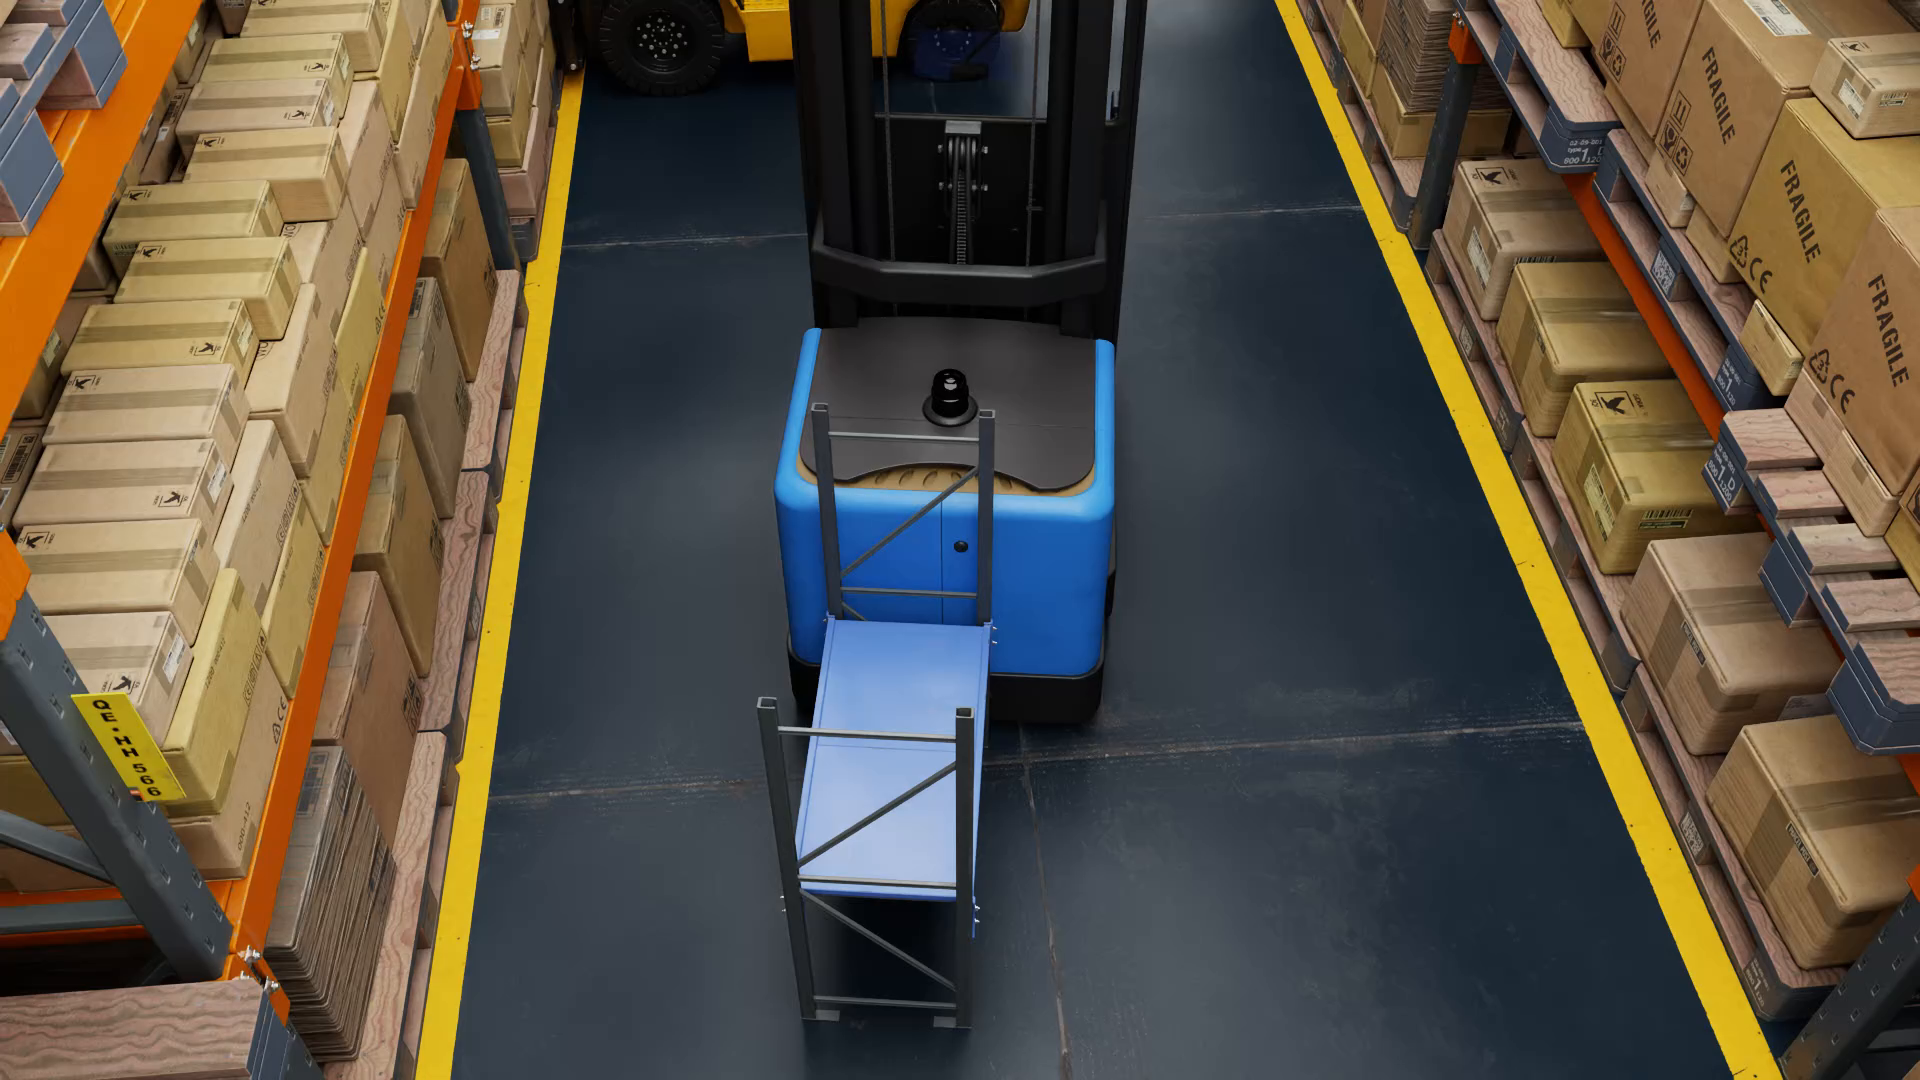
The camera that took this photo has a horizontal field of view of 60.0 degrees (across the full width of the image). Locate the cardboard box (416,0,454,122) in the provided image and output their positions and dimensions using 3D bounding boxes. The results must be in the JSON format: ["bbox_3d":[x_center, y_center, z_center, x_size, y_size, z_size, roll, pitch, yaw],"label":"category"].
[{"bbox_3d":[-2.108,-1.697,5.894,0.500,0.250,0.500,-3,47,-2],"label":"cardboard box"}]

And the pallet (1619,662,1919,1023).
[{"bbox_3d":[2.806,0.886,5.265,1.003,0.211,1.213,-3,47,-3],"label":"pallet"}]

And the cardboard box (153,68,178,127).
[{"bbox_3d":[-2.568,-1.344,4.941,0.380,0.149,0.250,-4,47,-3],"label":"cardboard box"}]

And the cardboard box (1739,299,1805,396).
[{"bbox_3d":[2.397,-0.538,4.578,0.380,0.149,0.250,-3,47,-3],"label":"cardboard box"}]

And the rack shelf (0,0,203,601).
[{"bbox_3d":[-2.244,-1.434,3.972,1.077,0.370,4.000,-3,47,-3],"label":"rack shelf"}]

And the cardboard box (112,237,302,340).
[{"bbox_3d":[-1.928,-0.642,4.276,0.380,0.149,0.250,-3,47,-2],"label":"cardboard box"}]

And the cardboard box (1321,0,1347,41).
[{"bbox_3d":[2.125,-2.764,8.407,0.500,0.250,0.500,-3,47,-3],"label":"cardboard box"}]

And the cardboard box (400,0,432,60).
[{"bbox_3d":[-2.115,-1.878,5.721,0.500,0.250,0.500,-4,47,-4],"label":"cardboard box"}]

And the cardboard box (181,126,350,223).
[{"bbox_3d":[-1.926,-1.011,4.626,0.380,0.149,0.250,-5,47,-4],"label":"cardboard box"}]

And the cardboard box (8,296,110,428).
[{"bbox_3d":[-2.475,-0.364,4.288,0.500,0.250,0.500,-4,47,-4],"label":"cardboard box"}]

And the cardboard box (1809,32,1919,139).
[{"bbox_3d":[2.451,-1.178,4.290,0.380,0.149,0.250,-6,47,-5],"label":"cardboard box"}]

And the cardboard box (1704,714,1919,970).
[{"bbox_3d":[2.832,0.843,4.907,0.950,0.372,0.625,-6,47,-6],"label":"cardboard box"}]

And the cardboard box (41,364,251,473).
[{"bbox_3d":[-1.915,-0.275,3.928,0.380,0.149,0.250,-3,47,-3],"label":"cardboard box"}]

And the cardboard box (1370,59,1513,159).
[{"bbox_3d":[2.217,-2.012,7.694,0.500,0.250,0.500,-2,47,-1],"label":"cardboard box"}]

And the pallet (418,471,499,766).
[{"bbox_3d":[-2.206,0.277,5.842,1.003,0.211,1.213,-3,47,-3],"label":"pallet"}]

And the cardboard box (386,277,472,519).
[{"bbox_3d":[-2.299,-0.486,5.991,0.875,0.625,0.625,-4,47,-4],"label":"cardboard box"}]

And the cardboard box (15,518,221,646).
[{"bbox_3d":[-1.833,0.098,3.575,0.380,0.149,0.250,-3,47,-2],"label":"cardboard box"}]

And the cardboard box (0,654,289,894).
[{"bbox_3d":[-1.870,0.513,3.802,0.500,0.250,0.500,-3,47,-3],"label":"cardboard box"}]

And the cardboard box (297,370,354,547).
[{"bbox_3d":[-1.957,-0.224,4.499,0.500,0.250,0.500,-5,47,-5],"label":"cardboard box"}]

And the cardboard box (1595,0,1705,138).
[{"bbox_3d":[2.358,-1.605,5.141,0.500,0.500,0.500,-4,47,-4],"label":"cardboard box"}]

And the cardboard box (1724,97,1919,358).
[{"bbox_3d":[2.457,-0.839,4.415,0.500,0.500,0.500,-6,47,-6],"label":"cardboard box"}]

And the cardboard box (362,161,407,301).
[{"bbox_3d":[-2.050,-0.972,5.208,0.500,0.250,0.500,-3,47,-3],"label":"cardboard box"}]

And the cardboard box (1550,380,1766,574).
[{"bbox_3d":[2.705,-0.240,5.932,0.950,0.372,0.625,-2,47,-2],"label":"cardboard box"}]

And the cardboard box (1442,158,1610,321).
[{"bbox_3d":[2.581,-1.263,6.901,0.950,0.372,0.625,-3,47,-3],"label":"cardboard box"}]

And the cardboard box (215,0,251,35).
[{"bbox_3d":[-2.154,-1.755,5.330,0.380,0.149,0.250,-4,47,-3],"label":"cardboard box"}]

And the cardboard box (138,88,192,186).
[{"bbox_3d":[-2.561,-1.098,4.983,0.500,0.250,0.500,-5,47,-4],"label":"cardboard box"}]

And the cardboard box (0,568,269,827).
[{"bbox_3d":[-1.845,0.339,3.622,0.500,0.250,0.500,-4,47,-3],"label":"cardboard box"}]

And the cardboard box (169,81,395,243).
[{"bbox_3d":[-2.028,-1.136,5.018,0.500,0.250,0.500,-3,47,-3],"label":"cardboard box"}]

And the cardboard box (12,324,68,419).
[{"bbox_3d":[-2.434,-0.424,4.070,0.380,0.149,0.250,-4,47,-4],"label":"cardboard box"}]

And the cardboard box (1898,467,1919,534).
[{"bbox_3d":[2.554,-0.100,3.716,0.500,0.500,0.500,-5,47,-4],"label":"cardboard box"}]

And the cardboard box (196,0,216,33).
[{"bbox_3d":[-2.605,-1.709,5.287,0.380,0.149,0.250,-4,47,-3],"label":"cardboard box"}]

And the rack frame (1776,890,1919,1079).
[{"bbox_3d":[2.869,0.493,3.717,1.000,3.000,0.127,-3,47,-3],"label":"rack frame"}]

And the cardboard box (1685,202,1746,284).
[{"bbox_3d":[2.399,-0.904,4.924,0.380,0.149,0.250,-5,47,-5],"label":"cardboard box"}]

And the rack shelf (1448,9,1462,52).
[{"bbox_3d":[2.367,-3.601,8.090,1.077,0.370,4.000,-3,47,-3],"label":"rack shelf"}]

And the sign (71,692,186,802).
[{"bbox_3d":[-1.536,0.386,3.075,0.100,0.325,0.005,-3,47,-3],"label":"sign"}]

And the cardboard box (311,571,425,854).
[{"bbox_3d":[-2.178,0.545,5.014,0.875,0.625,0.625,-2,47,-2],"label":"cardboard box"}]

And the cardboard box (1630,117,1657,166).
[{"bbox_3d":[2.377,-1.291,5.290,0.380,0.149,0.250,-3,47,-3],"label":"cardboard box"}]

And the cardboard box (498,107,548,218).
[{"bbox_3d":[-2.122,-1.666,7.366,0.500,0.250,0.500,-3,47,-3],"label":"cardboard box"}]

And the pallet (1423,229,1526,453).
[{"bbox_3d":[2.601,-0.879,6.937,1.003,0.211,1.213,-3,47,-3],"label":"pallet"}]

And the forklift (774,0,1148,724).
[{"bbox_3d":[0.039,-1.460,5.614,1.130,2.935,3.031,3,47,2],"label":"forklift"}]

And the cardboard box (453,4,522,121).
[{"bbox_3d":[-2.139,-2.009,7.002,0.500,0.250,0.500,-4,47,-4],"label":"cardboard box"}]

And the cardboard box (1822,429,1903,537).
[{"bbox_3d":[2.447,-0.157,4.217,0.380,0.149,0.250,-4,47,-4],"label":"cardboard box"}]

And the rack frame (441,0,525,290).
[{"bbox_3d":[-2.411,-2.097,6.170,1.000,3.000,0.127,-3,47,-3],"label":"rack frame"}]

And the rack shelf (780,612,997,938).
[{"bbox_3d":[-0.186,0.656,4.844,0.538,0.185,1.000,3,47,2],"label":"rack shelf"}]

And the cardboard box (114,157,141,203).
[{"bbox_3d":[-2.514,-0.981,4.598,0.380,0.149,0.250,-3,47,-3],"label":"cardboard box"}]

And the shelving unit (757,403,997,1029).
[{"bbox_3d":[-0.186,0.532,4.713,0.538,1.500,1.048,3,47,2],"label":"shelving unit"}]

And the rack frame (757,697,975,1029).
[{"bbox_3d":[-0.217,0.900,4.364,0.500,1.500,0.032,3,47,2],"label":"rack frame"}]

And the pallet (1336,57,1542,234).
[{"bbox_3d":[2.443,-1.926,7.929,1.003,0.211,1.213,-3,47,-3],"label":"pallet"}]

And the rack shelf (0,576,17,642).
[{"bbox_3d":[-1.909,1.460,1.231,1.077,0.370,4.000,-3,47,-3],"label":"rack shelf"}]

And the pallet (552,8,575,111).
[{"bbox_3d":[-2.541,-2.601,8.568,1.003,0.211,1.213,-3,47,-3],"label":"pallet"}]

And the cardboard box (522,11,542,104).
[{"bbox_3d":[-2.188,-2.201,7.529,0.500,0.250,0.500,-4,47,-4],"label":"cardboard box"}]

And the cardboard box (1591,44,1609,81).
[{"bbox_3d":[2.378,-1.659,5.639,0.380,0.149,0.250,-1,47,-1],"label":"cardboard box"}]

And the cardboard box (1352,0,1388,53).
[{"bbox_3d":[2.173,-2.638,7.770,0.500,0.500,0.500,-3,47,-3],"label":"cardboard box"}]

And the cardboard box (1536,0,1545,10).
[{"bbox_3d":[2.266,-2.040,6.000,0.380,0.149,0.250,-3,47,-3],"label":"cardboard box"}]

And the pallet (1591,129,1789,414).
[{"bbox_3d":[2.663,-0.871,5.141,1.003,0.211,1.213,-3,47,-3],"label":"pallet"}]

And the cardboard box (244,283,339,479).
[{"bbox_3d":[-1.937,-0.401,4.323,0.500,0.250,0.500,-5,47,-4],"label":"cardboard box"}]

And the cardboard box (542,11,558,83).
[{"bbox_3d":[-2.238,-2.403,8.065,0.500,0.250,0.500,-3,47,-3],"label":"cardboard box"}]

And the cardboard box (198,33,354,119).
[{"bbox_3d":[-2.040,-1.379,4.975,0.380,0.149,0.250,-4,47,-4],"label":"cardboard box"}]

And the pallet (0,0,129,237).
[{"bbox_3d":[-2.222,-0.655,2.868,1.213,0.211,1.003,-2,47,-1],"label":"pallet"}]
